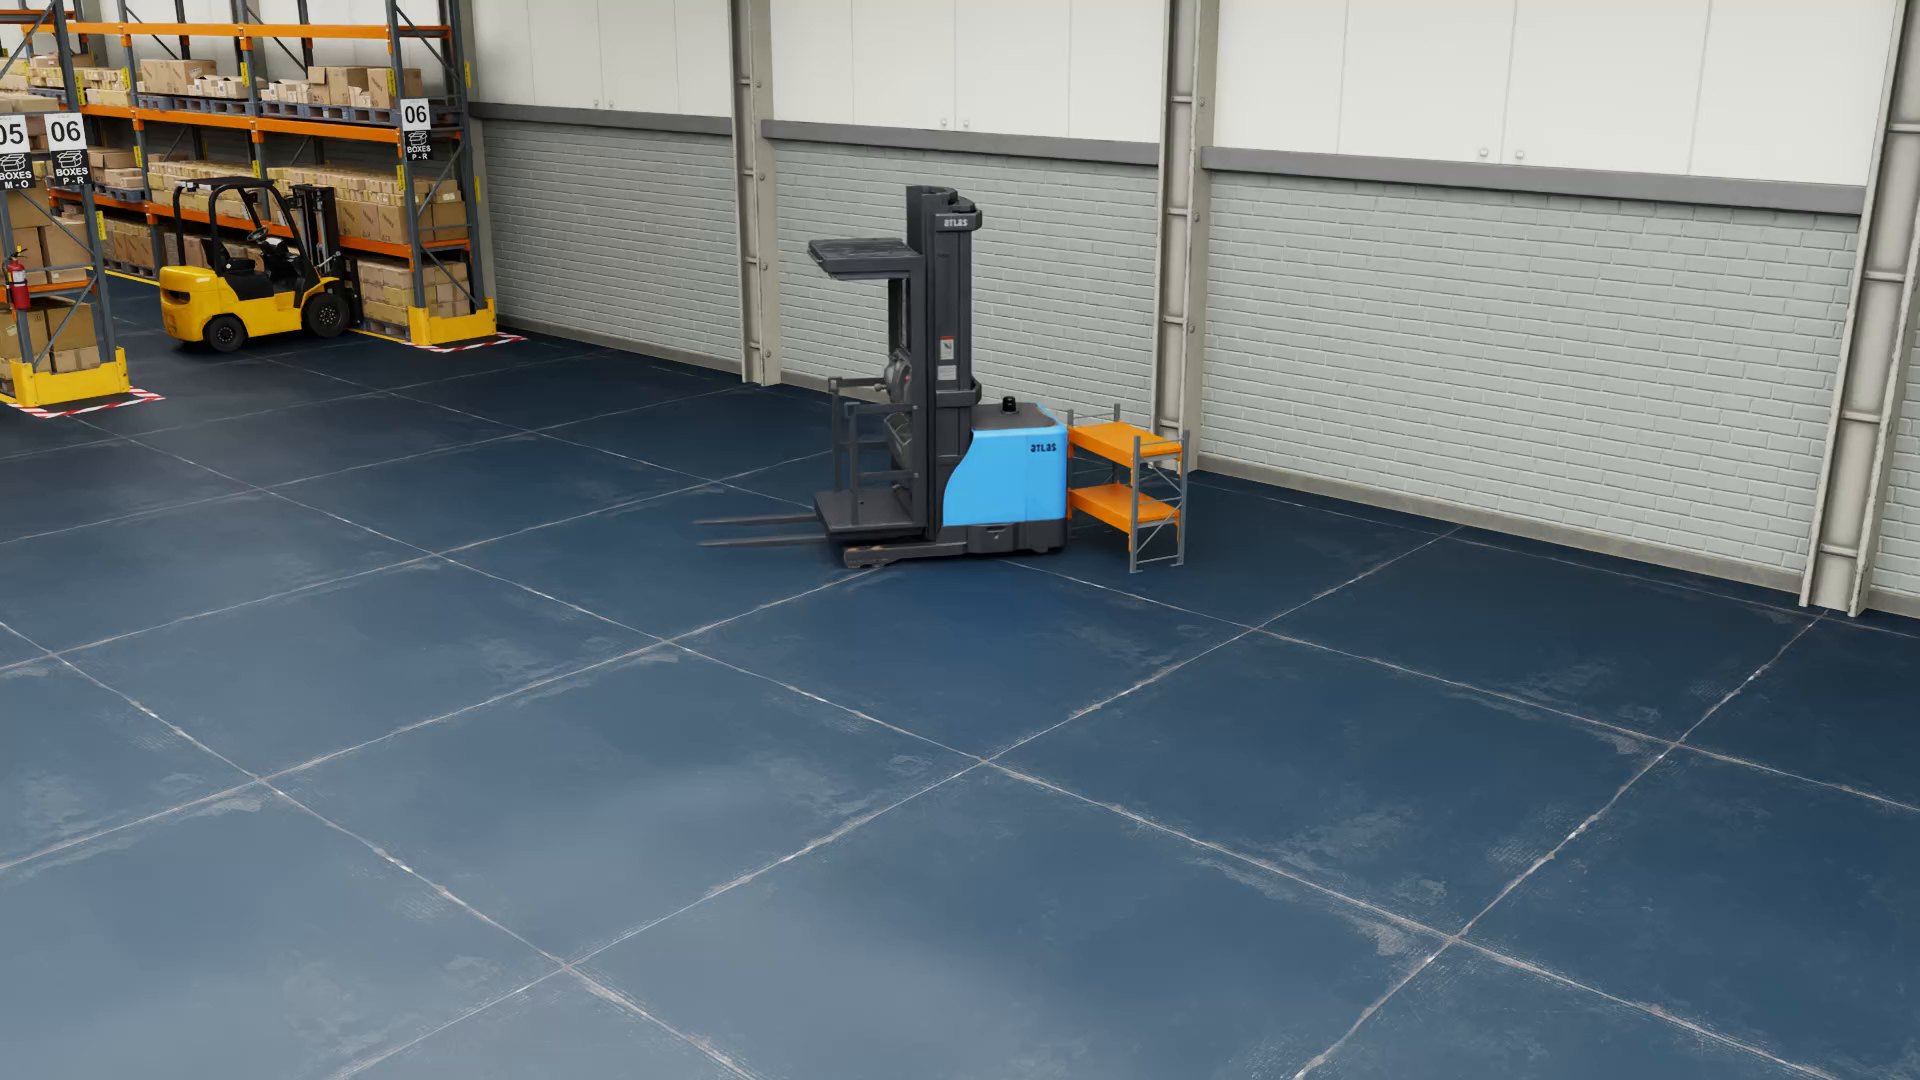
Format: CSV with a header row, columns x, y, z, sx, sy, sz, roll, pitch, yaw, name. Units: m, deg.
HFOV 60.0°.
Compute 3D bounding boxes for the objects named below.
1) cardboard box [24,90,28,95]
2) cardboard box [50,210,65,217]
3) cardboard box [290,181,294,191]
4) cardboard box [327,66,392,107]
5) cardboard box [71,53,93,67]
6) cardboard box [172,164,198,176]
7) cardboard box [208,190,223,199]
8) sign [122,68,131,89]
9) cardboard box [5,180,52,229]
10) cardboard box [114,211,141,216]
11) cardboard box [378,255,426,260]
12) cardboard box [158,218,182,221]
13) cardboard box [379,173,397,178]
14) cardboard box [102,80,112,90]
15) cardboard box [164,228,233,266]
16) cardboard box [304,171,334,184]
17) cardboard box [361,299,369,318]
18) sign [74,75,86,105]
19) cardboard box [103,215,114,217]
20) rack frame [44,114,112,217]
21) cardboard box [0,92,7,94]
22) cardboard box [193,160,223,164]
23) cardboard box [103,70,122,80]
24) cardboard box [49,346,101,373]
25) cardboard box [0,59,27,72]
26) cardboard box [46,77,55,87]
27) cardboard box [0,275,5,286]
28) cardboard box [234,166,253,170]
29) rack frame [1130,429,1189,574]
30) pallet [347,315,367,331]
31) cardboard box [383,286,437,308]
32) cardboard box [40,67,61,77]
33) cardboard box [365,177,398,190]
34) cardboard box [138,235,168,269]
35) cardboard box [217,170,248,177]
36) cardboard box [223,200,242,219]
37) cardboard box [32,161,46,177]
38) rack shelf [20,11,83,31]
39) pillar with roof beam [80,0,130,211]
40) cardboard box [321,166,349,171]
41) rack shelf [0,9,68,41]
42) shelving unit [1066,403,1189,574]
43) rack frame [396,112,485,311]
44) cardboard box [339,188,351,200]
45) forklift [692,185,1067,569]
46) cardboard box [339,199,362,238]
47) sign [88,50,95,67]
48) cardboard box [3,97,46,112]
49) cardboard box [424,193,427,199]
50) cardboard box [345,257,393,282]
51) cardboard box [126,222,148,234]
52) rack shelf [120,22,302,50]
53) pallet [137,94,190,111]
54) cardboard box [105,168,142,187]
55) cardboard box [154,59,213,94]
x,y,z,sx,sy,sz,roll,pitch,yaw,name
-16.397,-7.928,29.589,0.250,0.149,0.380,15,23,39,cardboard box
-17.139,-5.891,31.154,0.500,0.500,0.700,14,22,37,cardboard box
-9.476,-5.142,24.117,0.250,0.149,0.380,15,23,39,cardboard box
-8.149,-6.190,22.674,0.500,0.500,0.700,15,23,40,cardboard box
-15.438,-8.418,29.098,0.258,0.266,0.396,15,23,39,cardboard box
-12.284,-5.887,26.464,0.250,0.149,0.380,15,23,40,cardboard box
-11.253,-5.419,25.650,0.500,0.250,0.500,16,23,40,cardboard box
-13.302,-7.363,26.540,0.005,0.325,0.100,15,23,39,sign
-10.776,-3.798,18.811,0.500,0.500,0.700,14,23,38,cardboard box
-14.868,-5.778,29.724,0.250,0.149,0.380,14,22,37,cardboard box
-7.933,-3.911,23.674,0.500,0.250,0.500,15,23,39,cardboard box
-13.685,-5.469,28.752,0.250,0.149,0.380,14,22,37,cardboard box
-7.966,-5.103,23.502,0.250,0.149,0.380,14,23,38,cardboard box
-13.940,-7.529,27.507,0.250,0.149,0.380,15,23,39,cardboard box
-12.483,-4.749,27.349,0.625,0.625,0.875,16,24,41,cardboard box
-9.118,-5.171,23.718,0.250,0.149,0.380,15,23,38,cardboard box
-8.252,-3.320,23.465,0.500,0.250,0.500,15,23,40,cardboard box
-9.888,-5.048,18.656,0.005,0.325,0.100,15,23,39,sign
-15.006,-5.600,29.165,0.250,0.149,0.380,15,23,39,cardboard box
-15.932,-6.612,29.988,0.127,3.000,1.000,15,23,39,rack frame
-11.635,-5.268,19.892,0.250,0.149,0.380,15,23,40,cardboard box
-12.293,-6.119,27.197,0.250,0.149,0.380,16,23,41,cardboard box
-13.915,-7.681,27.493,0.250,0.149,0.380,15,23,38,cardboard box
-10.668,-2.193,19.915,0.500,0.250,0.500,15,23,39,cardboard box
-17.228,-8.601,30.226,0.500,0.250,0.500,16,23,40,cardboard box
-15.415,-7.862,28.521,0.250,0.149,0.380,15,23,40,cardboard box
-10.933,-3.012,19.059,0.250,0.149,0.380,15,23,39,cardboard box
-11.178,-5.799,26.187,0.250,0.149,0.380,15,23,40,cardboard box
1.584,-0.307,13.219,0.500,1.125,0.032,-9,20,-26,rack frame
-8.465,-3.263,24.044,1.213,0.211,1.003,15,23,39,pallet
-7.528,-3.358,22.758,0.500,0.250,0.500,15,23,39,cardboard box
-15.591,-8.055,28.638,0.250,0.149,0.380,14,23,38,cardboard box
-7.920,-4.881,22.805,0.250,0.149,0.380,15,23,40,cardboard box
-13.399,-4.854,27.886,0.500,0.500,0.500,16,24,41,cardboard box
-11.143,-5.580,25.496,0.250,0.149,0.380,14,23,38,cardboard box
-10.879,-5.076,25.396,0.500,0.250,0.500,15,23,39,cardboard box
-16.475,-6.730,30.114,0.500,0.250,0.500,16,23,41,cardboard box
-17.428,-9.529,30.455,4.000,0.370,1.077,15,23,39,rack shelf
-18.712,-8.842,27.095,0.400,9.000,9.100,15,23,39,pillar with roof beam
-9.142,-5.399,24.436,0.250,0.149,0.380,15,23,39,cardboard box
-11.744,-5.996,19.322,4.000,0.370,1.077,15,23,39,rack shelf
1.353,-0.444,13.651,0.538,1.125,1.048,-9,20,-26,shelving unit
-6.957,-4.203,22.396,0.127,3.000,1.000,15,23,39,rack frame
-8.378,-4.818,23.097,0.250,0.149,0.380,15,23,40,cardboard box
-0.685,-1.338,13.482,3.031,2.935,1.130,-4,18,-11,forklift
-8.264,-4.499,23.164,0.500,0.500,0.500,14,23,38,cardboard box
-15.566,-8.603,29.795,0.005,0.325,0.100,15,23,39,sign
-10.578,-4.934,18.837,0.250,0.149,0.380,15,23,39,cardboard box
-7.265,-4.722,22.793,0.250,0.149,0.380,15,23,39,cardboard box
-8.278,-3.791,23.297,0.500,0.250,0.500,15,23,40,cardboard box
-13.870,-5.280,28.155,0.250,0.149,0.380,14,22,37,cardboard box
-11.444,-7.734,25.454,4.000,0.370,1.077,15,23,39,rack shelf
-12.373,-7.033,26.667,1.003,0.211,1.213,16,24,42,pallet
-13.944,-6.076,27.853,0.500,0.250,0.500,14,22,37,cardboard box
-12.116,-7.255,26.030,0.500,0.500,0.700,14,23,38,cardboard box
